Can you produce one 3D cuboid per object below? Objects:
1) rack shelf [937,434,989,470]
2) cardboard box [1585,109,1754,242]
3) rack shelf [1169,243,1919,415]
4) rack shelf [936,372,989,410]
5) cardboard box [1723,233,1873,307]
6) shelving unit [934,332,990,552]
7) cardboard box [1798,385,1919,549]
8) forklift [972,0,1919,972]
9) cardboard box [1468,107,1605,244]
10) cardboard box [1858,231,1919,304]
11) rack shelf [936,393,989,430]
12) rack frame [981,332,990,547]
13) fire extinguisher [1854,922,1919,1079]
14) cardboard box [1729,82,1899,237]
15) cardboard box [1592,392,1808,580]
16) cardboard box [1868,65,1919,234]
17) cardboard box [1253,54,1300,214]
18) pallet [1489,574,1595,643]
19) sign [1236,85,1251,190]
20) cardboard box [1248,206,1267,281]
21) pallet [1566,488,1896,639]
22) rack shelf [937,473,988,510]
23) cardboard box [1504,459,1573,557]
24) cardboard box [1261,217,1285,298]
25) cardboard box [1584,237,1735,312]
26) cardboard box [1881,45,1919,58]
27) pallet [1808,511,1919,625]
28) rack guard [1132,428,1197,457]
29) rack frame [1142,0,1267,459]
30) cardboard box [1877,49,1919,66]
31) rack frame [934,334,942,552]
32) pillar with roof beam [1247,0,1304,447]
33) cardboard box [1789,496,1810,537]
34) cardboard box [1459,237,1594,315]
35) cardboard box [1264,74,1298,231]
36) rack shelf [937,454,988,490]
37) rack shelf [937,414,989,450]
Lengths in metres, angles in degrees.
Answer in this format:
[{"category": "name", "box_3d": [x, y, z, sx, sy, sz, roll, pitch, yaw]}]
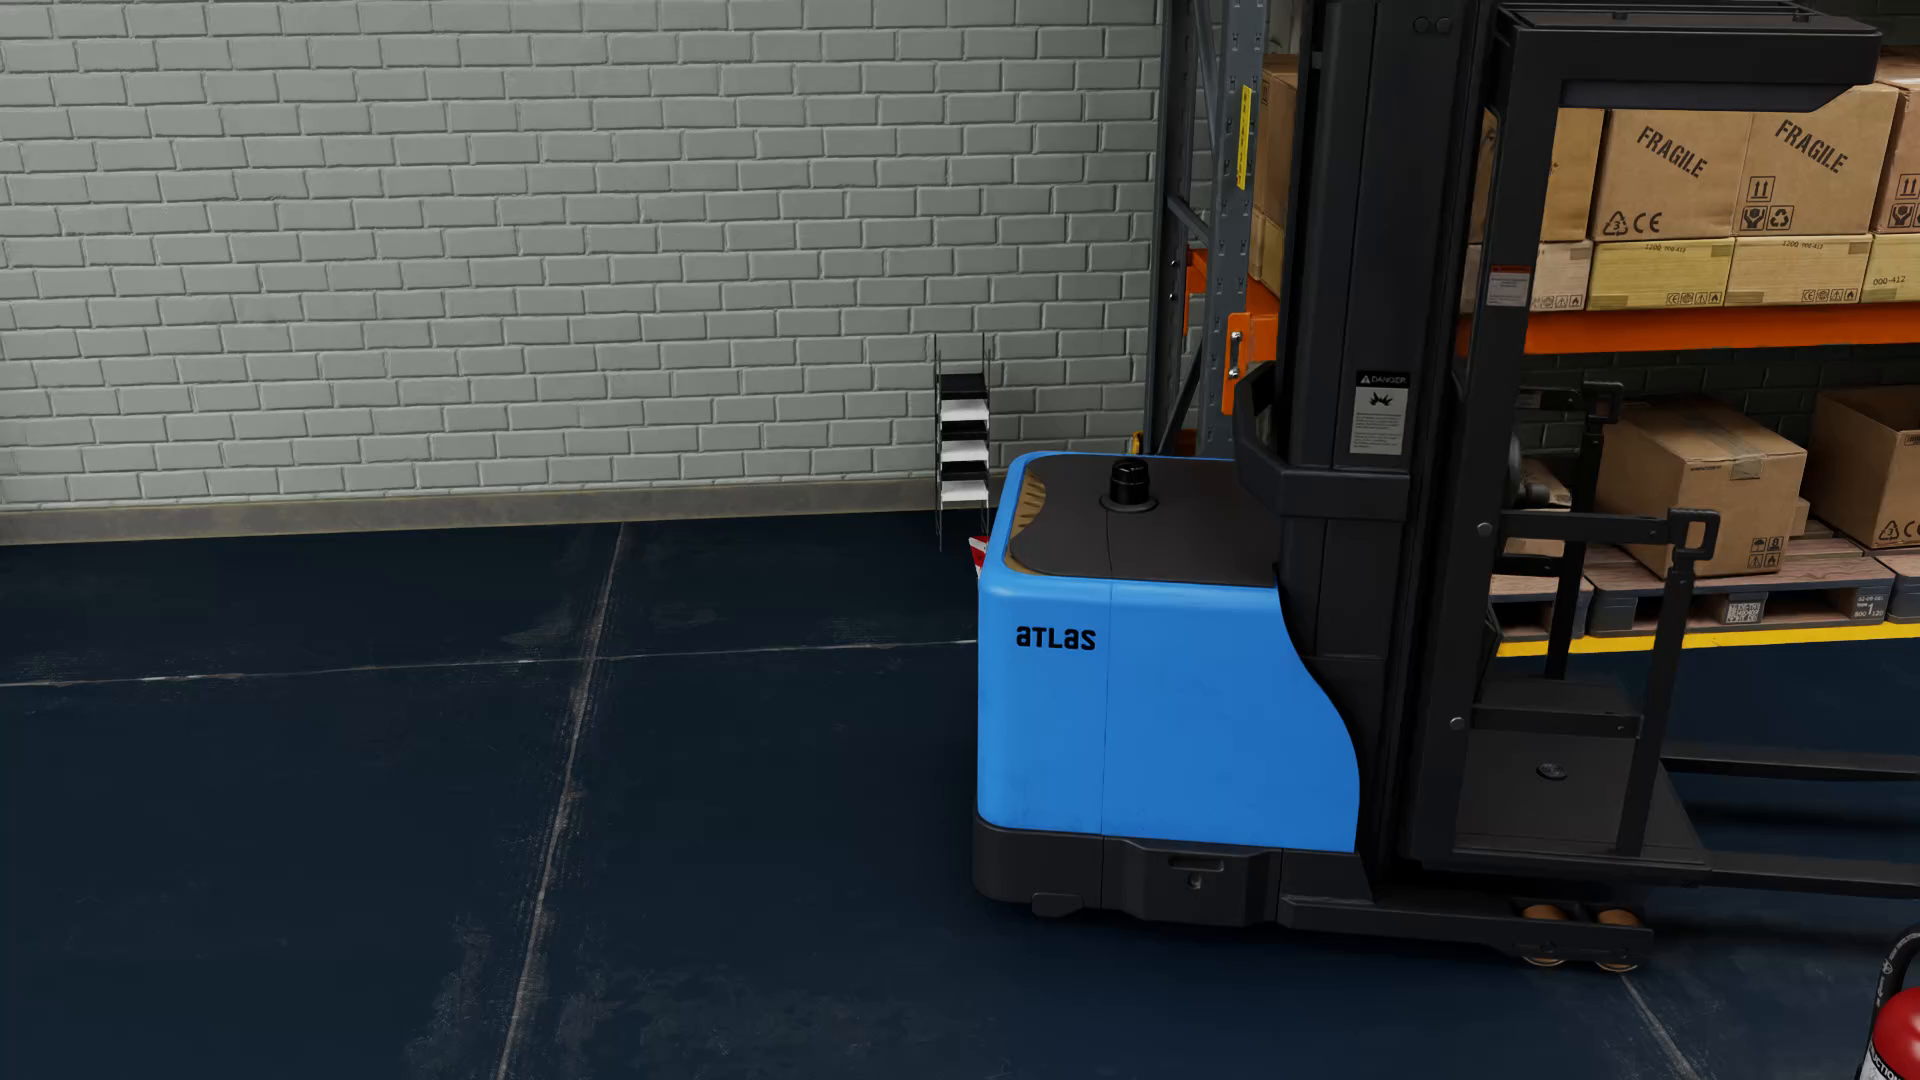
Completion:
[{"category": "rack shelf", "box_3d": [0.008, -0.381, 7.081, 0.200, 0.077, 0.258, -2, 24, -5]}, {"category": "cardboard box", "box_3d": [2.391, -1.362, 5.857, 0.500, 0.500, 0.500, -3, 24, -7]}, {"category": "rack shelf", "box_3d": [2.869, -0.898, 6.463, 4.000, 0.370, 1.077, -2, 24, -5]}, {"category": "rack shelf", "box_3d": [0.008, -0.628, 6.972, 0.200, 0.077, 0.258, -2, 24, -5]}, {"category": "cardboard box", "box_3d": [2.921, -1.042, 6.062, 0.500, 0.250, 0.500, -2, 24, -5]}, {"category": "shelving unit", "box_3d": [0.008, -0.412, 7.068, 0.210, 0.900, 0.258, -2, 24, -5]}, {"category": "cardboard box", "box_3d": [3.830, -0.308, 6.785, 0.500, 0.500, 0.500, -4, 24, -9]}, {"category": "forklift", "box_3d": [1.592, -0.381, 4.498, 3.031, 2.935, 1.130, 3, 24, 7]}, {"category": "cardboard box", "box_3d": [1.876, -1.344, 5.816, 0.500, 0.500, 0.500, -2, 24, -5]}, {"category": "cardboard box", "box_3d": [3.422, -1.063, 6.108, 0.500, 0.250, 0.500, -2, 24, -5]}, {"category": "rack shelf", "box_3d": [0.008, -0.546, 7.008, 0.200, 0.077, 0.258, -2, 24, -5]}, {"category": "rack frame", "box_3d": [0.109, -0.416, 7.077, 0.006, 0.900, 0.240, -2, 24, -5]}, {"category": "fire extinguisher", "box_3d": [1.206, 0.707, 2.060, 0.183, 0.674, 0.296, -2, 24, -5]}, {"category": "cardboard box", "box_3d": [2.903, -1.387, 5.914, 0.500, 0.500, 0.500, -2, 24, -3]}, {"category": "cardboard box", "box_3d": [2.878, -0.229, 6.608, 0.500, 0.500, 0.700, -4, 24, -8]}, {"category": "cardboard box", "box_3d": [3.421, -1.408, 5.962, 0.500, 0.500, 0.500, -3, 24, -7]}, {"category": "cardboard box", "box_3d": [1.327, -1.535, 6.247, 0.500, 0.500, 0.500, -3, 24, -6]}, {"category": "pallet", "box_3d": [1.766, 0.106, 6.751, 1.213, 0.211, 1.003, -2, 24, -5]}, {"category": "sign", "box_3d": [0.932, -1.323, 5.468, 0.005, 0.325, 0.100, -2, 24, -5]}, {"category": "cardboard box", "box_3d": [1.325, -1.185, 6.382, 0.500, 0.250, 0.500, -2, 24, -4]}, {"category": "pallet", "box_3d": [2.977, 0.059, 6.858, 1.213, 0.211, 1.003, -2, 24, -5]}, {"category": "rack shelf", "box_3d": [0.008, -0.217, 7.155, 0.200, 0.077, 0.258, -2, 24, -5]}, {"category": "cardboard box", "box_3d": [2.143, -0.133, 6.626, 0.500, 0.311, 0.500, 0, 24, -1]}, {"category": "cardboard box", "box_3d": [1.395, -0.979, 5.919, 0.500, 0.250, 0.500, -3, 24, -7]}, {"category": "cardboard box", "box_3d": [2.418, -1.023, 6.019, 0.500, 0.250, 0.500, -3, 24, -6]}, {"category": "cardboard box", "box_3d": [3.856, -1.636, 6.475, 0.500, 0.500, 0.500, -2, 24, -5]}, {"category": "pallet", "box_3d": [4.194, 0.009, 6.971, 1.213, 0.211, 1.003, -2, 24, -5]}, {"category": "rack guard", "box_3d": [0.954, -0.008, 6.652, 0.348, 0.500, 1.175, -2, 24, -5]}, {"category": "rack frame", "box_3d": [0.878, -1.147, 6.137, 0.127, 3.000, 1.000, -2, 24, -5]}, {"category": "cardboard box", "box_3d": [3.359, -1.619, 6.436, 0.500, 0.500, 0.500, -2, 24, -4]}, {"category": "rack frame", "box_3d": [-0.093, -0.407, 7.059, 0.006, 0.900, 0.240, -2, 24, -5]}, {"category": "pillar with roof beam", "box_3d": [1.913, -2.526, 1.854, 0.400, 9.000, 9.100, -2, 24, -5]}, {"category": "cardboard box", "box_3d": [3.265, -0.149, 6.861, 0.250, 0.149, 0.380, -4, 24, -9]}, {"category": "cardboard box", "box_3d": [1.911, -1.005, 5.979, 0.500, 0.250, 0.500, -3, 24, -7]}, {"category": "cardboard box", "box_3d": [1.383, -1.328, 5.781, 0.500, 0.500, 0.500, -2, 24, -5]}, {"category": "rack shelf", "box_3d": [0.008, -0.299, 7.118, 0.200, 0.077, 0.258, -2, 24, -5]}, {"category": "rack shelf", "box_3d": [0.008, -0.463, 7.045, 0.200, 0.077, 0.258, -2, 24, -5]}]
